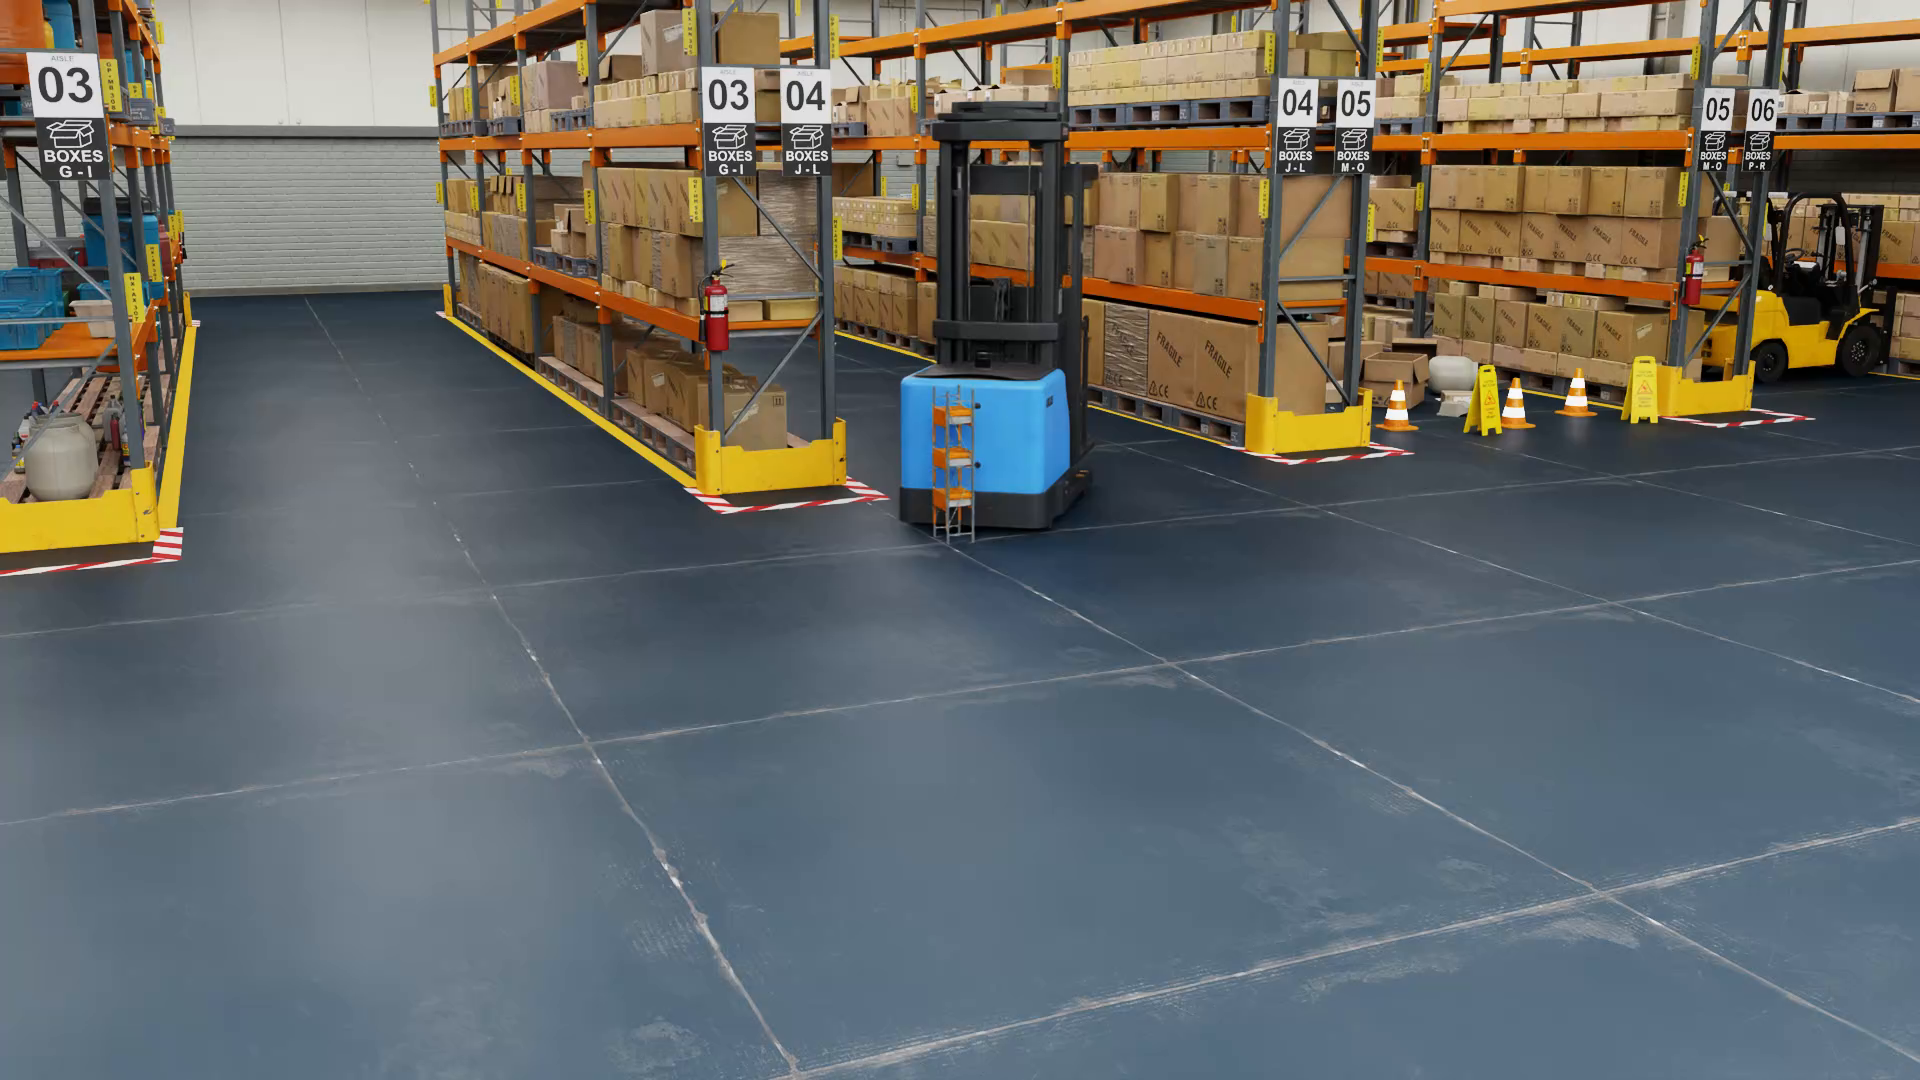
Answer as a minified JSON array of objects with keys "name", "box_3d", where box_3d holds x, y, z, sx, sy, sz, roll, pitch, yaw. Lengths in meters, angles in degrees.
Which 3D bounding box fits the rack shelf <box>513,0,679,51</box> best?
[{"name":"rack shelf","box_3d":[-3.866,-5.493,17.628,1.077,0.370,4.000,-6,14,-23]}]

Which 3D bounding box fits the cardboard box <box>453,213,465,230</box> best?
[{"name":"cardboard box","box_3d":[-7.515,-4.919,25.643,0.500,0.250,0.500,-6,14,-25]}]

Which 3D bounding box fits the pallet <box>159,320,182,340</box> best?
[{"name":"pallet","box_3d":[-11.630,-2.950,23.648,1.003,0.211,1.213,-6,14,-23]}]

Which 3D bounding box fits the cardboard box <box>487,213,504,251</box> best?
[{"name":"cardboard box","box_3d":[-6.112,-4.182,22.567,0.500,0.500,0.500,-6,14,-23]}]

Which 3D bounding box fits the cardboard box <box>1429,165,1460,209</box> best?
[{"name":"cardboard box","box_3d":[5.993,-4.168,19.626,0.700,0.500,0.500,-6,14,-24]}]

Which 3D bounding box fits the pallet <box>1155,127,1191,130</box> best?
[{"name":"pallet","box_3d":[3.656,-6.152,25.066,1.003,0.211,1.213,-5,14,-20]}]

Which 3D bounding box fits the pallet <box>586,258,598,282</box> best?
[{"name":"pallet","box_3d":[-3.238,-2.780,17.154,1.003,0.211,1.213,-6,14,-23]}]

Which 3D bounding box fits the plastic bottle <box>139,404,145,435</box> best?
[{"name":"plastic bottle","box_3d":[-7.081,-1.072,14.247,0.144,0.351,0.185,-6,14,-24]}]

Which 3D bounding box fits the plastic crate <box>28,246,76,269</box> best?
[{"name":"plastic crate","box_3d":[-8.078,-2.359,14.766,0.402,0.464,0.583,-6,14,-23]}]

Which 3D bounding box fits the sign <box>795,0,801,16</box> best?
[{"name":"sign","box_3d":[-2.770,-9.110,28.350,0.100,0.325,0.005,-6,14,-23]}]

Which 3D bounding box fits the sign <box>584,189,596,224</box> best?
[{"name":"sign","box_3d":[-3.572,-3.216,16.043,0.100,0.325,0.005,-6,14,-23]}]

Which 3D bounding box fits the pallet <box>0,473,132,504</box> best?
[{"name":"pallet","box_3d":[-6.395,-0.250,11.981,1.003,0.211,1.213,-6,14,-23]}]

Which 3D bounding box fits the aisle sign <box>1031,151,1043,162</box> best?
[{"name":"aisle sign","box_3d":[1.463,-7.386,30.865,0.394,0.787,0.004,-6,14,-23]}]

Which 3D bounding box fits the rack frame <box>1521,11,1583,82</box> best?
[{"name":"rack frame","box_3d":[8.959,-7.796,25.095,1.000,3.000,0.127,-6,14,-23]}]

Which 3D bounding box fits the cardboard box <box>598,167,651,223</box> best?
[{"name":"cardboard box","box_3d":[-3.118,-3.267,15.735,0.500,0.500,0.500,-6,14,-23]}]

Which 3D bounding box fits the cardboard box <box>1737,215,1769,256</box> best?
[{"name":"cardboard box","box_3d":[10.500,-3.980,21.692,0.500,0.500,0.500,-6,14,-25]}]

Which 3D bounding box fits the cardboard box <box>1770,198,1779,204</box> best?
[{"name":"cardboard box","box_3d":[10.621,-4.419,21.492,0.380,0.149,0.250,-5,14,-22]}]

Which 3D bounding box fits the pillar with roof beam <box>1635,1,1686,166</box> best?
[{"name":"pillar with roof beam","box_3d":[6.363,-7.219,22.603,9.100,9.000,0.400,-6,14,-23]}]

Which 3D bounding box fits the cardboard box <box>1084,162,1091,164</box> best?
[{"name":"cardboard box","box_3d":[2.299,-6.254,27.860,0.380,0.149,0.250,-6,14,-23]}]

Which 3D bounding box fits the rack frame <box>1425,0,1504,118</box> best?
[{"name":"rack frame","box_3d":[6.015,-6.520,19.584,1.000,3.000,0.127,-6,14,-23]}]

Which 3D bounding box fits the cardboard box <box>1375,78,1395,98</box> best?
[{"name":"cardboard box","box_3d":[5.237,-5.751,21.206,0.500,0.250,0.500,-5,14,-22]}]

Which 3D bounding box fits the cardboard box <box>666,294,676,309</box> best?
[{"name":"cardboard box","box_3d":[-2.282,-2.051,14.134,0.380,0.149,0.250,-6,14,-23]}]

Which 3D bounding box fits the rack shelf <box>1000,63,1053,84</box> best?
[{"name":"rack shelf","box_3d":[2.009,-8.041,28.637,1.077,0.370,4.000,-6,14,-23]}]

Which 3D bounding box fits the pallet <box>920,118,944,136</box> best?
[{"name":"pallet","box_3d":[0.224,-5.197,20.938,1.213,0.211,1.003,-5,14,-20]}]

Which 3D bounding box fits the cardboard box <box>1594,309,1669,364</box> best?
[{"name":"cardboard box","box_3d":[7.058,-2.143,17.482,0.500,0.500,0.500,-6,14,-23]}]

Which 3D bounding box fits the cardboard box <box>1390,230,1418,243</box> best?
[{"name":"cardboard box","box_3d":[5.556,-3.761,20.593,0.380,0.149,0.250,-5,14,-22]}]

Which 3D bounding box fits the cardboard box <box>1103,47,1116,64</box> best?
[{"name":"cardboard box","box_3d":[1.661,-4.847,16.643,0.380,0.149,0.250,-6,14,-24]}]

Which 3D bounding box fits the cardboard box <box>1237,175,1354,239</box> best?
[{"name":"cardboard box","box_3d":[3.009,-2.982,14.876,0.875,0.550,0.550,-6,14,-23]}]

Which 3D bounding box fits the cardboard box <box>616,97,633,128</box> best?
[{"name":"cardboard box","box_3d":[-2.714,-3.762,14.652,0.500,0.250,0.500,-6,14,-25]}]

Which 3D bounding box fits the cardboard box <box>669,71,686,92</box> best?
[{"name":"cardboard box","box_3d":[-2.067,-3.599,13.062,0.380,0.149,0.250,-6,14,-25]}]

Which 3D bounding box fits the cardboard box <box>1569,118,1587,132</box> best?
[{"name":"cardboard box","box_3d":[6.731,-4.426,17.744,0.380,0.149,0.250,-6,14,-25]}]

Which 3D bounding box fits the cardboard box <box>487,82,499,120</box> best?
[{"name":"cardboard box","box_3d":[-6.028,-5.951,22.624,0.700,0.500,0.500,-5,14,-22]}]

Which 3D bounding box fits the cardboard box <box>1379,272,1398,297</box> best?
[{"name":"cardboard box","box_3d":[7.567,-4.457,28.586,0.500,0.500,0.500,-6,14,-24]}]

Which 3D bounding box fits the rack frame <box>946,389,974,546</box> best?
[{"name":"rack frame","box_3d":[0.002,-0.480,11.115,0.200,1.050,0.008,-5,14,-22]}]

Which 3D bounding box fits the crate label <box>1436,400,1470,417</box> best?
[{"name":"crate label","box_3d":[5.011,-1.335,16.834,0.298,0.136,0.250,9,16,35]}]

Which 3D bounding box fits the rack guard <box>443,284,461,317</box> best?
[{"name":"rack guard","box_3d":[-7.882,-3.969,27.409,1.175,0.500,0.348,-6,14,-23]}]

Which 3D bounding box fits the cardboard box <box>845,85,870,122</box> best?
[{"name":"cardboard box","box_3d":[-1.186,-6.168,23.553,0.797,0.503,0.637,-6,14,-24]}]

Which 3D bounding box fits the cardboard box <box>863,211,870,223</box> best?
[{"name":"cardboard box","box_3d":[-1.111,-4.456,22.938,0.380,0.149,0.250,-6,14,-23]}]

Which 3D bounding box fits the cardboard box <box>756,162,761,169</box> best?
[{"name":"cardboard box","box_3d":[-3.142,-6.069,27.841,0.500,0.500,0.500,-5,14,-21]}]

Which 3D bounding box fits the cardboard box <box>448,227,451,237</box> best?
[{"name":"cardboard box","box_3d":[-7.928,-4.903,26.460,0.380,0.149,0.250,-6,14,-24]}]

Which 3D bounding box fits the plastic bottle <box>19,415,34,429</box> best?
[{"name":"plastic bottle","box_3d":[-7.340,-0.809,13.113,0.144,0.351,0.185,-5,14,-21]}]

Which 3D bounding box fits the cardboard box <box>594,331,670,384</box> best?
[{"name":"cardboard box","box_3d":[-3.465,-1.928,17.615,0.700,0.500,0.500,-6,14,-23]}]

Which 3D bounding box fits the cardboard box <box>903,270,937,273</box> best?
[{"name":"cardboard box","box_3d":[-0.526,-3.680,23.569,0.500,0.250,0.500,-6,14,-23]}]

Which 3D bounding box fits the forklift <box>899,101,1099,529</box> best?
[{"name":"forklift","box_3d":[0.425,-1.789,12.598,1.130,2.935,3.031,3,13,14]}]

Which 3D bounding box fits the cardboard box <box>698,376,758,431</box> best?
[{"name":"cardboard box","box_3d":[-1.968,-1.114,14.141,0.500,0.500,0.500,-2,13,-8]}]

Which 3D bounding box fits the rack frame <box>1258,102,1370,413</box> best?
[{"name":"rack frame","box_3d":[3.122,-2.303,14.668,1.000,3.000,0.127,-6,14,-23]}]

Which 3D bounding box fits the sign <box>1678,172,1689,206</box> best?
[{"name":"sign","box_3d":[7.101,-3.443,16.325,0.100,0.325,0.005,-6,14,-23]}]

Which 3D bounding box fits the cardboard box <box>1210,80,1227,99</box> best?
[{"name":"cardboard box","box_3d":[2.475,-4.039,14.918,0.380,0.149,0.250,-5,14,-22]}]

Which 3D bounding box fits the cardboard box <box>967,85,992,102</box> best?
[{"name":"cardboard box","box_3d":[0.413,-5.248,19.785,0.500,0.311,0.500,-6,14,-24]}]

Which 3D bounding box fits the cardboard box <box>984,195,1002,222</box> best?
[{"name":"cardboard box","box_3d":[0.705,-4.082,19.917,0.700,0.500,0.500,-6,14,-24]}]

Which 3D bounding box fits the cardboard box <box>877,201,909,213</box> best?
[{"name":"cardboard box","box_3d":[-0.902,-4.494,22.441,0.380,0.149,0.250,-5,14,-21]}]

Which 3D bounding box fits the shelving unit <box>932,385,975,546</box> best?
[{"name":"shelving unit","box_3d":[-0.044,-0.505,11.225,0.215,1.050,0.252,-5,14,-22]}]

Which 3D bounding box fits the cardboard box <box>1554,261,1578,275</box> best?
[{"name":"cardboard box","box_3d":[6.695,-2.964,18.083,0.380,0.149,0.250,-6,14,-24]}]

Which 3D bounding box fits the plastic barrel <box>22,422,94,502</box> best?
[{"name":"plastic barrel","box_3d":[-6.335,-0.550,11.681,0.421,0.512,0.421,0,13,0]}]

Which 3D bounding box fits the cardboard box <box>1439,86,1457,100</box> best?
[{"name":"cardboard box","box_3d":[5.842,-5.230,19.452,0.380,0.149,0.250,-6,14,-24]}]

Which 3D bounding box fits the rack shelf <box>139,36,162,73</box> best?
[{"name":"rack shelf","box_3d":[-11.609,-6.698,22.837,1.077,0.370,4.000,-6,14,-23]}]

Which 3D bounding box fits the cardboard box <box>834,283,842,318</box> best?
[{"name":"cardboard box","box_3d":[-1.631,-3.592,24.851,0.500,0.500,0.500,-5,14,-21]}]
